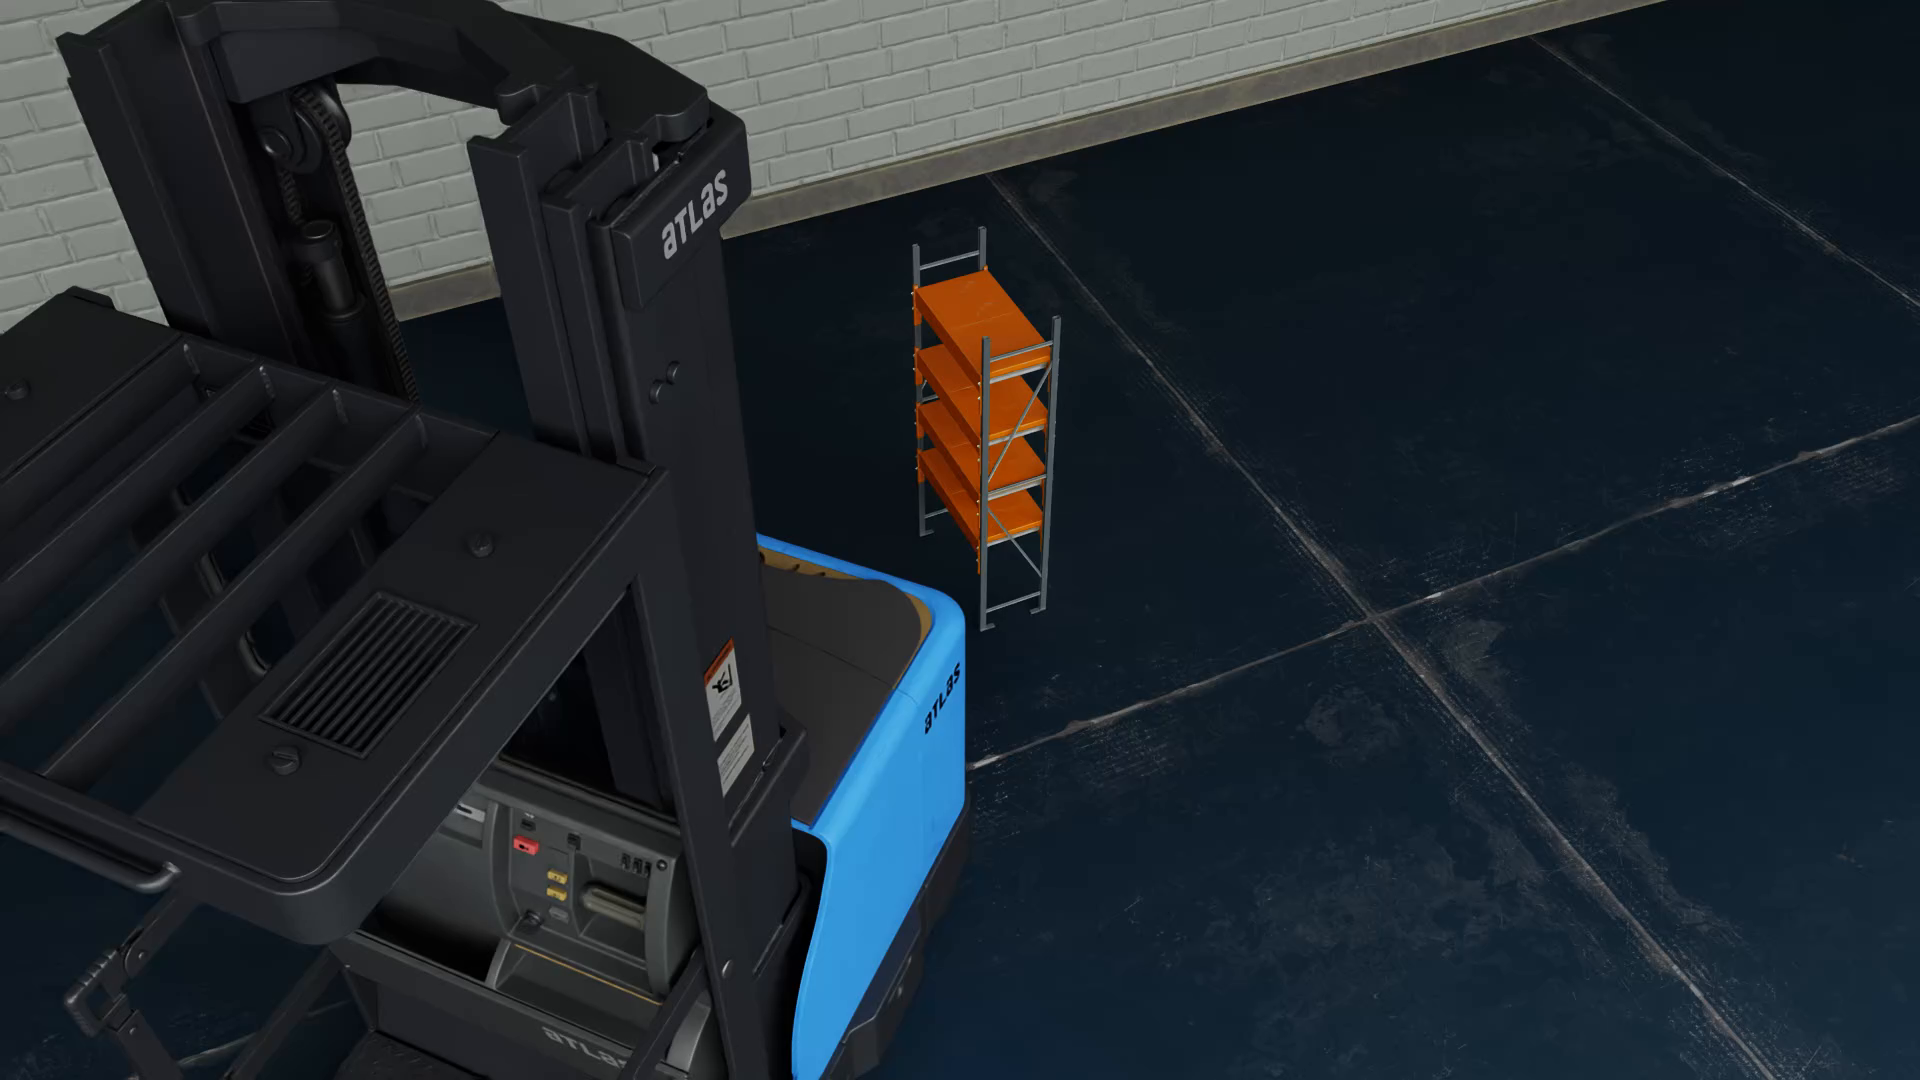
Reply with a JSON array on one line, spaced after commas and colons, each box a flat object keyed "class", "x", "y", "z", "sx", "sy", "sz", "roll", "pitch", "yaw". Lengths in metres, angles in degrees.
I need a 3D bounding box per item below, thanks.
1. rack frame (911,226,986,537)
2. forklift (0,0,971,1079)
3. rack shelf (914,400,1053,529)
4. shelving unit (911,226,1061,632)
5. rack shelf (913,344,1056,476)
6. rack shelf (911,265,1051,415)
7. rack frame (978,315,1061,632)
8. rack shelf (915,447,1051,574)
[{"class": "rack frame", "x": -0.033, "y": -0.477, "z": 5.379, "sx": 0.240, "sy": 1.200, "sz": 0.015, "roll": -18, "pitch": 47, "yaw": -17}, {"class": "forklift", "x": -1.022, "y": 0.678, "z": 2.976, "sx": 1.130, "sy": 2.935, "sz": 3.031, "roll": 17, "pitch": 47, "yaw": 16}, {"class": "rack shelf", "x": 0.070, "y": -0.274, "z": 5.269, "sx": 0.258, "sy": 0.148, "sz": 0.480, "roll": -18, "pitch": 47, "yaw": -17}, {"class": "shelving unit", "x": 0.070, "y": -0.322, "z": 5.222, "sx": 0.258, "sy": 1.200, "sz": 0.503, "roll": -18, "pitch": 47, "yaw": -17}, {"class": "rack shelf", "x": 0.070, "y": -0.433, "z": 5.112, "sx": 0.258, "sy": 0.148, "sz": 0.480, "roll": -18, "pitch": 47, "yaw": -17}, {"class": "rack shelf", "x": 0.070, "y": -0.601, "z": 4.946, "sx": 0.258, "sy": 0.148, "sz": 0.480, "roll": -18, "pitch": 47, "yaw": -17}, {"class": "rack frame", "x": 0.172, "y": -0.166, "z": 5.064, "sx": 0.240, "sy": 1.200, "sz": 0.015, "roll": -18, "pitch": 47, "yaw": -17}, {"class": "rack shelf", "x": 0.070, "y": -0.132, "z": 5.408, "sx": 0.258, "sy": 0.148, "sz": 0.480, "roll": -18, "pitch": 47, "yaw": -17}]
